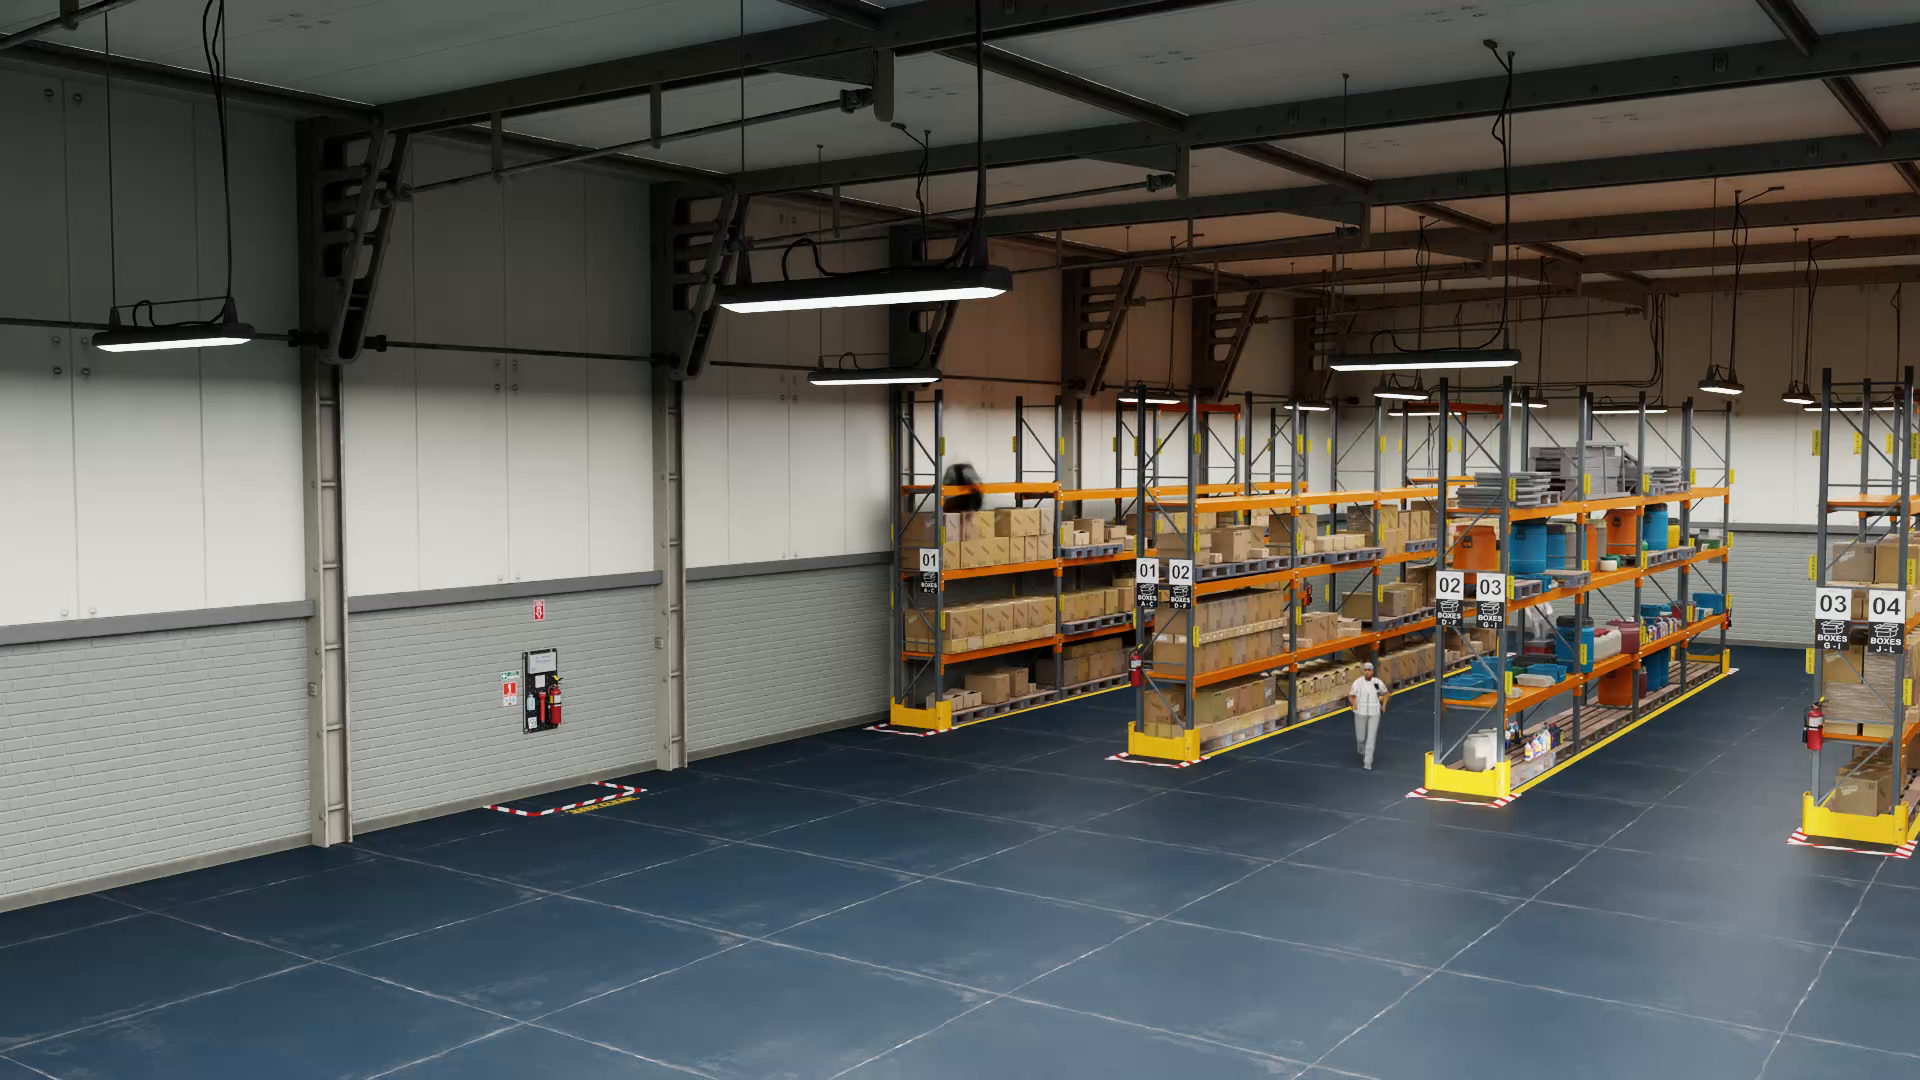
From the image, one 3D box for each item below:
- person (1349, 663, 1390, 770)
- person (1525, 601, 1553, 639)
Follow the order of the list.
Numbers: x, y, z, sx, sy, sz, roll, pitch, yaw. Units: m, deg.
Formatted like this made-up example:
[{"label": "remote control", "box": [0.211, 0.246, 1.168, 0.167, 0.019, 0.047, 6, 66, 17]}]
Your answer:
[{"label": "person", "box": [6.392, 2.737, 26.007, 0.621, 1.620, 0.861, 1, 3, 15]}, {"label": "person", "box": [13.761, 1.941, 39.531, 0.626, 1.701, 0.793, 1, 3, 16]}]
